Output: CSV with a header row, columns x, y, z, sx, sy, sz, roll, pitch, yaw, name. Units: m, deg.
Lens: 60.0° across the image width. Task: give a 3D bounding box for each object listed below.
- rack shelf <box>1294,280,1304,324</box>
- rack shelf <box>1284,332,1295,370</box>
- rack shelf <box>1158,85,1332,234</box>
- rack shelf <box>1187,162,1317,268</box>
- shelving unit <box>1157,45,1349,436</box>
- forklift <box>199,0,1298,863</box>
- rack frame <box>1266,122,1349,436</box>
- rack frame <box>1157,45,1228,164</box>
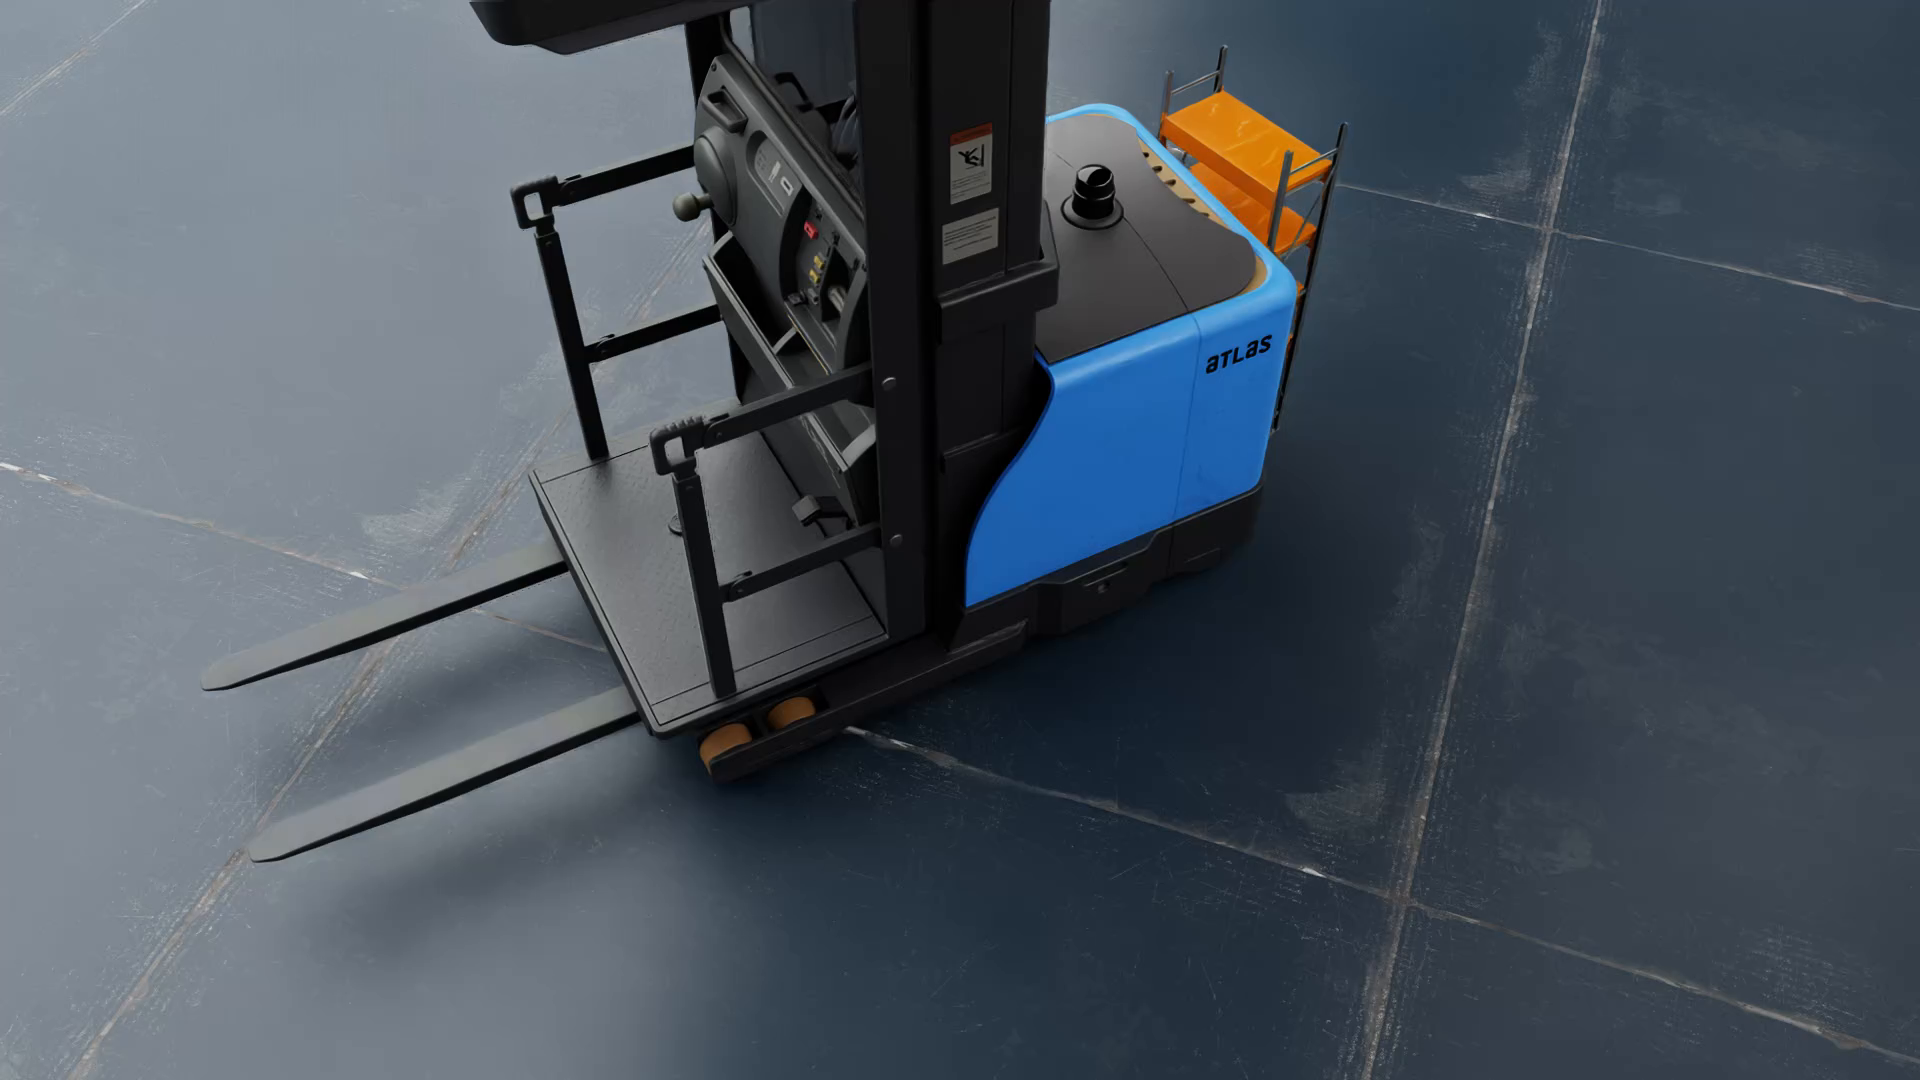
x,y,z,sx,sy,sz,roll,pitch,yaw,name
0.833,-0.822,5.253,0.258,0.148,0.480,-29,55,-25,rack shelf
0.829,-0.689,5.401,0.258,0.148,0.480,-29,55,-25,rack shelf
0.842,-1.128,4.909,0.258,0.148,0.480,-29,55,-25,rack shelf
0.837,-0.971,5.086,0.258,0.148,0.480,-29,55,-25,rack shelf
0.834,-0.866,5.203,0.258,1.200,0.503,-29,55,-25,shelving unit
-0.623,-0.747,3.958,3.031,2.935,1.130,-22,53,-18,forklift
0.983,-0.721,5.076,0.240,1.200,0.015,-29,55,-25,rack frame
0.684,-1.012,5.329,0.240,1.200,0.015,-29,55,-25,rack frame
